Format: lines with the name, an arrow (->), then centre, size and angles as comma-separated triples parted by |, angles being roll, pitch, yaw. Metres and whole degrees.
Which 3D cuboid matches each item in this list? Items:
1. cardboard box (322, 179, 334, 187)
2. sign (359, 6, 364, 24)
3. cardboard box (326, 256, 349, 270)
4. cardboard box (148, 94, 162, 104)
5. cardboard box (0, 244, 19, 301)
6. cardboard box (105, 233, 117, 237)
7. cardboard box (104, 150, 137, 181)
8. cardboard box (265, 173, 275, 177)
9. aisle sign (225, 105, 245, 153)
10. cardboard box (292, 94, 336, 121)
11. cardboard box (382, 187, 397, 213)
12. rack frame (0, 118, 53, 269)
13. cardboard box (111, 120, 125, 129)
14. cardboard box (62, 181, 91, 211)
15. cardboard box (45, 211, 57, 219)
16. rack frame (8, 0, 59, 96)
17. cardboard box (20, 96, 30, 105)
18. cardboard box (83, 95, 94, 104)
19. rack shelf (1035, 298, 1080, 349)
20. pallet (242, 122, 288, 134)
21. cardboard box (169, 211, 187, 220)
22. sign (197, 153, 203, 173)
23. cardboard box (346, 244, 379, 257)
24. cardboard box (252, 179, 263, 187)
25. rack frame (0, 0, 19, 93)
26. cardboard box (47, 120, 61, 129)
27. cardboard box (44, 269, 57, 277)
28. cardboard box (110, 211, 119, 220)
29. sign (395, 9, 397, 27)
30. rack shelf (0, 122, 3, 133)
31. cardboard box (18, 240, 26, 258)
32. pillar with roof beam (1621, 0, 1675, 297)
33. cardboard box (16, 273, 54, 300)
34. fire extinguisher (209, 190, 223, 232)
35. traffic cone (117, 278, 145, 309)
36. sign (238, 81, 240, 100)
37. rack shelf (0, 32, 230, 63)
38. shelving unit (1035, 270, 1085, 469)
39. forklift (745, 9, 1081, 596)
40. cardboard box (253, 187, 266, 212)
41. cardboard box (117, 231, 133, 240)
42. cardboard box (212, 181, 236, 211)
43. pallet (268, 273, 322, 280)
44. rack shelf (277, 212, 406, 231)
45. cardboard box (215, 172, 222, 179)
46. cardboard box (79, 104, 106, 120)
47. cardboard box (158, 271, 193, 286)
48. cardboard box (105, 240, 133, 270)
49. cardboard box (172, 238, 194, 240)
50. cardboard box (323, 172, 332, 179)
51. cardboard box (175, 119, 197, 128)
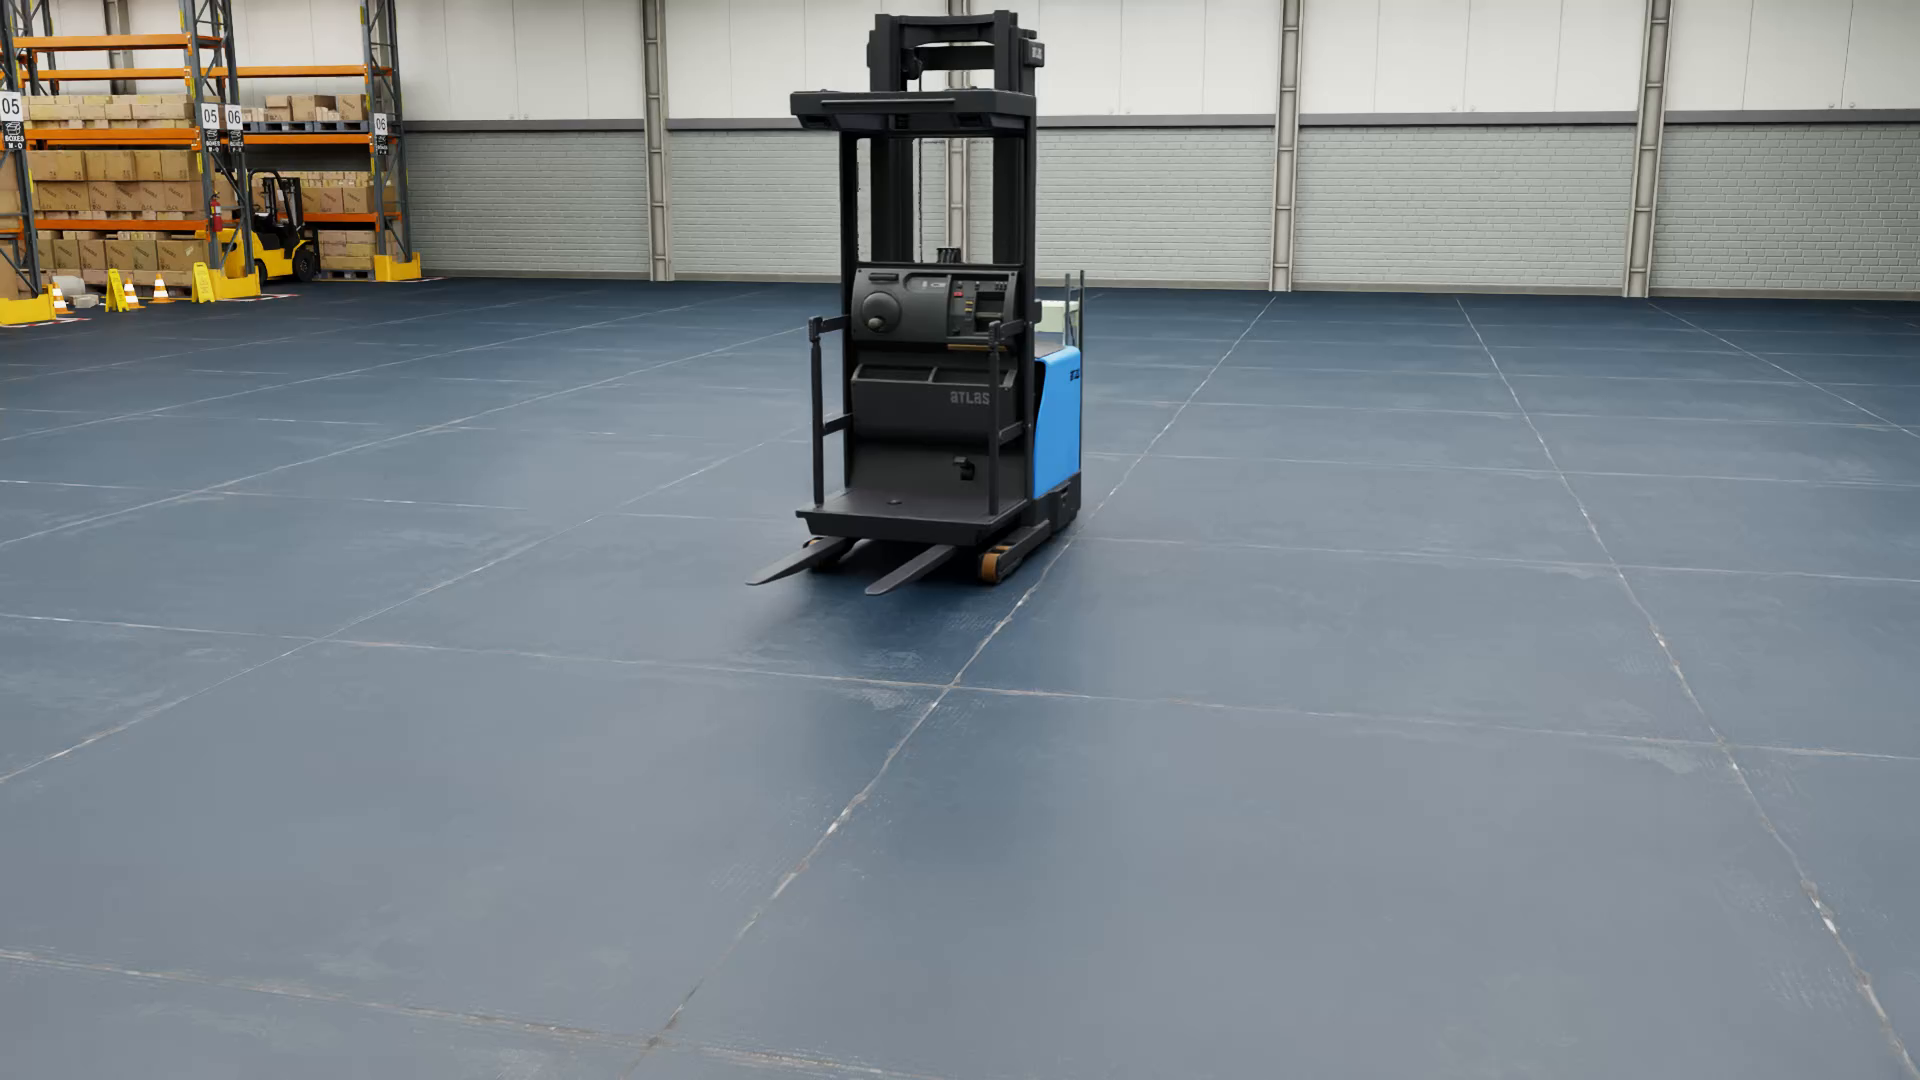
cardboard box -> -12.366, -7.046, 32.838 | 0.250, 0.149, 0.380 | 3, 13, 13
sign -> -11.376, -9.983, 31.614 | 0.005, 0.325, 0.100 | 3, 13, 14
cardboard box -> -12.244, -5.521, 33.073 | 0.500, 0.250, 0.500 | 3, 13, 14
cardboard box -> -13.310, -7.346, 27.734 | 0.250, 0.149, 0.380 | 3, 13, 13
cardboard box -> -14.180, -3.772, 23.745 | 0.875, 0.875, 0.875 | 3, 13, 14
cardboard box -> -17.760, -6.066, 34.664 | 0.625, 0.625, 0.875 | 3, 13, 15
cardboard box -> -13.975, -6.324, 28.088 | 0.500, 0.500, 0.700 | 3, 13, 13
cardboard box -> -13.607, -7.262, 33.125 | 0.250, 0.149, 0.380 | 3, 13, 13
aisle sign -> -12.283, -6.960, 28.177 | 0.004, 0.787, 0.394 | 3, 13, 14
cardboard box -> -12.690, -8.486, 32.700 | 0.500, 0.500, 0.700 | 3, 13, 14
cardboard box -> -11.646, -6.806, 33.253 | 0.500, 0.500, 0.500 | 3, 13, 15
rack frame -> -16.301, -5.836, 29.115 | 0.127, 3.000, 1.000 | 3, 13, 14
cardboard box -> -14.067, -7.003, 28.026 | 0.250, 0.149, 0.380 | 3, 13, 12
cardboard box -> -14.963, -5.899, 28.480 | 0.500, 0.500, 0.500 | 3, 13, 13
cardboard box -> -15.549, -5.620, 28.721 | 0.250, 0.149, 0.380 | 3, 13, 13
rack frame -> -18.999, -10.017, 34.106 | 0.127, 3.000, 1.000 | 3, 13, 14
cardboard box -> -15.814, -7.475, 28.315 | 0.250, 0.149, 0.380 | 3, 13, 15
cardboard box -> -14.544, -7.419, 28.063 | 0.250, 0.149, 0.380 | 3, 13, 15
rack shelf -> 0.367, -1.339, 10.507 | 0.720, 0.370, 0.431 | 4, 13, 18
pallet -> -14.281, -8.263, 33.330 | 1.213, 0.211, 1.003 | 3, 13, 14
cardboard box -> -13.104, -5.470, 28.045 | 0.250, 0.149, 0.380 | 3, 13, 13
sign -> -12.570, -6.233, 27.498 | 0.005, 0.325, 0.100 | 3, 13, 14
cardboard box -> -11.779, -5.739, 32.901 | 0.500, 0.250, 0.500 | 3, 13, 13
cardboard box -> -13.881, -7.111, 33.131 | 0.250, 0.149, 0.380 | 3, 13, 13
rack frame -> -13.505, -7.512, 22.814 | 0.127, 3.000, 1.000 | 3, 13, 14
cardboard box -> -15.316, -7.074, 28.348 | 0.250, 0.149, 0.380 | 3, 13, 15
cardboard box -> -15.793, -4.612, 28.973 | 0.500, 0.250, 0.500 | 2, 13, 11
cardboard box -> -14.311, -5.564, 28.467 | 0.250, 0.149, 0.380 | 3, 13, 14
sign -> -11.093, -10.251, 32.641 | 0.005, 0.325, 0.100 | 3, 13, 14
rack shelf -> -15.447, -5.800, 23.685 | 4.000, 0.370, 1.077 | 3, 13, 14
cardboard box -> -19.461, -6.049, 34.877 | 0.500, 0.500, 0.500 | 3, 13, 15
pillar with roof beam -> 10.578, -7.677, 23.558 | 0.400, 9.000, 9.100 | 3, 13, 14
cardboard box -> -14.729, -3.969, 26.461 | 0.637, 0.503, 0.797 | -6, 14, -25
fire extinguisher -> -12.417, -5.488, 27.724 | 0.183, 0.674, 0.296 | 3, 13, 14
traffic cone -> -13.080, -3.890, 26.200 | 0.334, 0.463, 0.336 | 3, 13, 14
sign -> -12.288, -7.634, 28.274 | 0.005, 0.325, 0.100 | 3, 13, 14
rack shelf -> -14.359, -8.309, 28.076 | 4.000, 0.370, 1.077 | 3, 13, 14
shelving unit -> 0.367, -0.958, 10.591 | 0.755, 1.500, 0.431 | 4, 13, 18
forklift -> -0.208, -1.298, 8.818 | 1.130, 2.935, 3.031 | 4, 13, 18
cardboard box -> -13.746, -6.802, 33.235 | 0.500, 0.500, 0.500 | 3, 13, 13
cardboard box -> -14.129, -5.194, 28.368 | 0.250, 0.149, 0.380 | 4, 13, 16
cardboard box -> -12.811, -5.906, 28.510 | 0.500, 0.500, 0.500 | 3, 13, 13
pallet -> -13.165, -5.406, 33.614 | 1.213, 0.211, 1.003 | 3, 13, 14
rack shelf -> -13.174, -6.425, 33.431 | 4.000, 0.370, 1.077 | 3, 13, 14
cardboard box -> -14.877, -7.312, 33.352 | 0.250, 0.149, 0.380 | 3, 13, 15
cardboard box -> -14.463, -7.213, 28.054 | 0.500, 0.250, 0.500 | 3, 13, 14
cardboard box -> -13.290, -4.478, 28.371 | 0.500, 0.250, 0.500 | 3, 13, 13
cardboard box -> -14.254, -4.898, 28.534 | 0.500, 0.500, 0.500 | 3, 13, 12
cardboard box -> -13.666, -4.985, 28.924 | 0.500, 0.500, 0.500 | 3, 13, 11
cardboard box -> -12.361, -7.201, 32.848 | 0.250, 0.149, 0.380 | 3, 13, 14
cardboard box -> -12.831, -6.930, 27.700 | 0.250, 0.149, 0.380 | 3, 13, 14
